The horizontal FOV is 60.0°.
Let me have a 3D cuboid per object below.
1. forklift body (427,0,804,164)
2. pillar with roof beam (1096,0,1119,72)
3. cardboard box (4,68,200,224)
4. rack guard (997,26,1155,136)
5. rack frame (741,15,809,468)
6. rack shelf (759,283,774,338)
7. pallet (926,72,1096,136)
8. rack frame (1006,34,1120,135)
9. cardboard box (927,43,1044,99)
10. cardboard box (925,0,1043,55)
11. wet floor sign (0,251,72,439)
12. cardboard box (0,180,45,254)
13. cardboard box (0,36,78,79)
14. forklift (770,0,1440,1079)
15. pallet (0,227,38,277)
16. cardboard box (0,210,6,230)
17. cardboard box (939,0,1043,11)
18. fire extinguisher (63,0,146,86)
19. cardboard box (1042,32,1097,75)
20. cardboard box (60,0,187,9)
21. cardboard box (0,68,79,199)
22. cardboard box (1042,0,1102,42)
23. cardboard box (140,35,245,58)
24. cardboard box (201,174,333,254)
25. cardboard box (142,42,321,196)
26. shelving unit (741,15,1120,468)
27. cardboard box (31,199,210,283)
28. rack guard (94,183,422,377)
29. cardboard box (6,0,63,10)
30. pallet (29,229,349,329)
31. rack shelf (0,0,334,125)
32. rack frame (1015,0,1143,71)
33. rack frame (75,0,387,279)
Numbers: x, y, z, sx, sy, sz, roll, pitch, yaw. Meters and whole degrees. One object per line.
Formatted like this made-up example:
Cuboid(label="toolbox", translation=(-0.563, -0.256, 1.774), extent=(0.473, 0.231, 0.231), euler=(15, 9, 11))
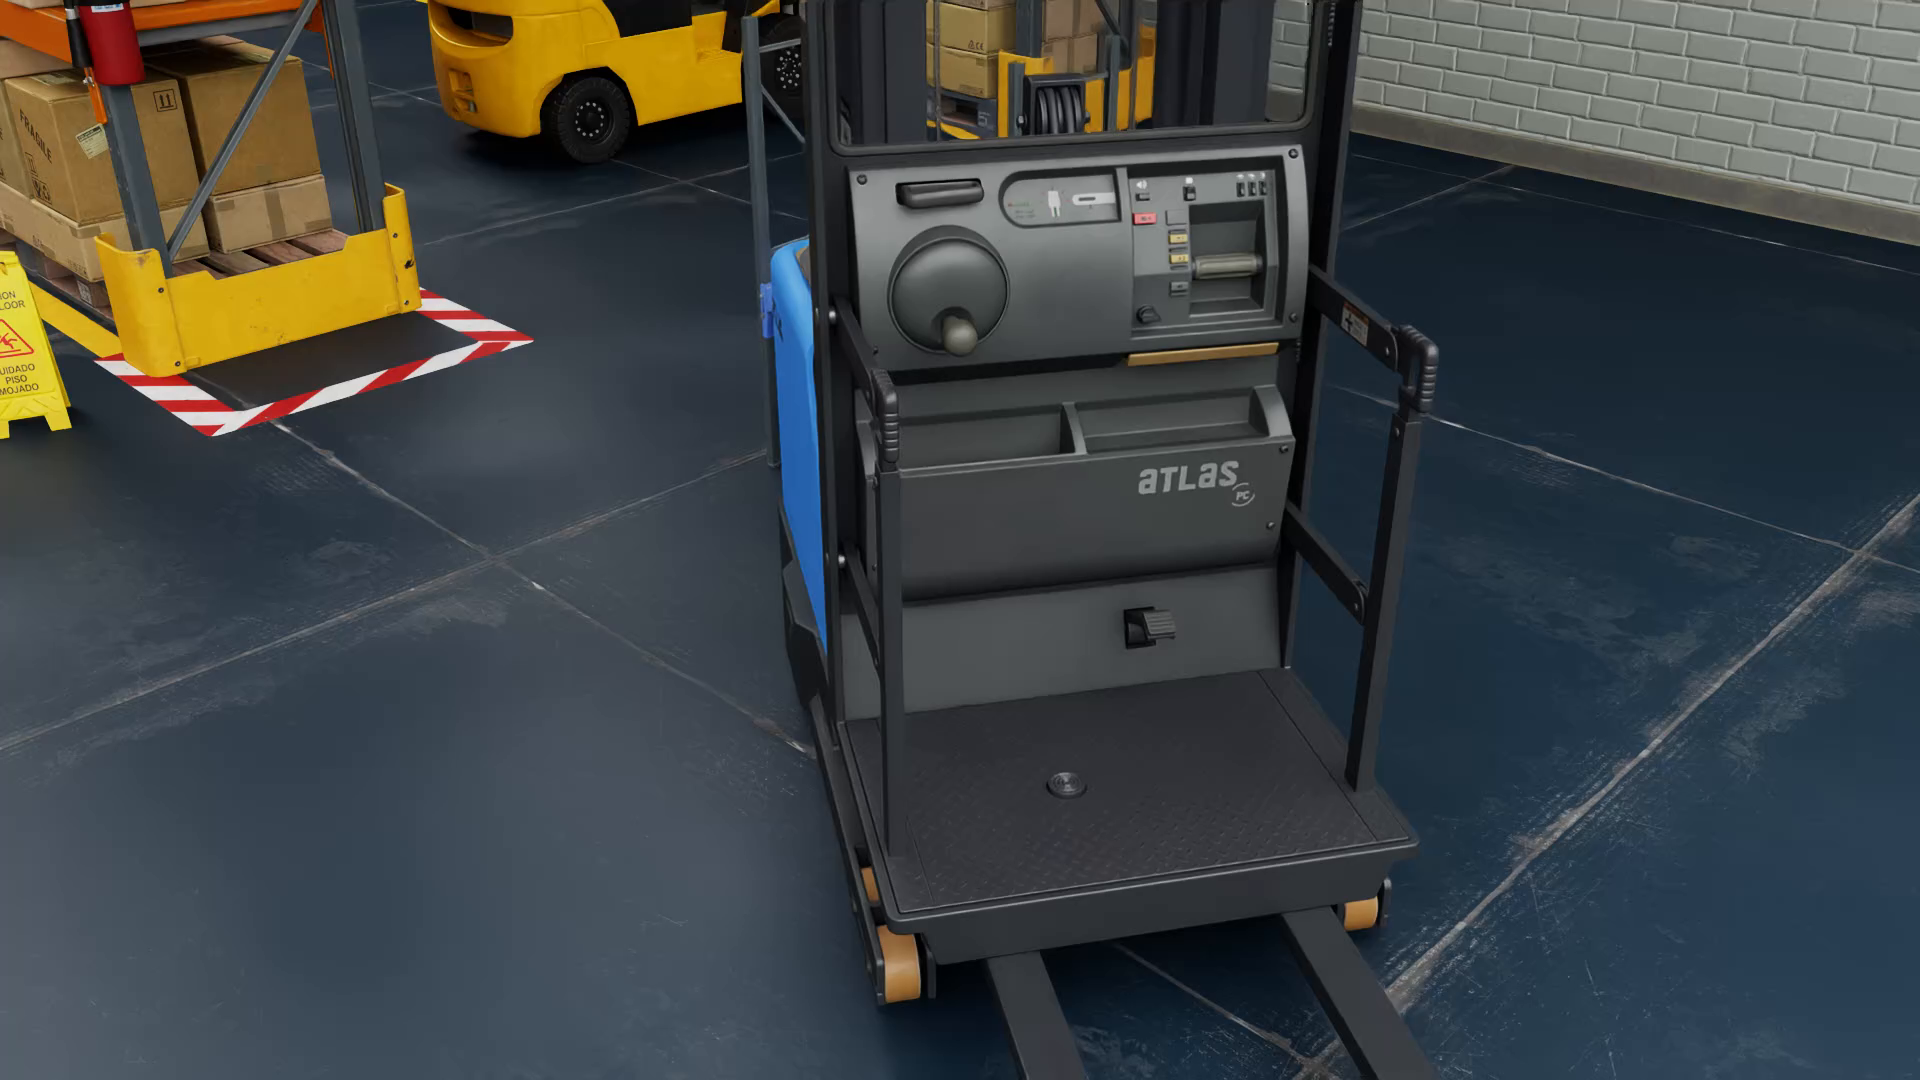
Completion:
Cuboid(label="forklift body", translation=(-1.924, -3.457, 9.513), extent=(1.214, 2.155, 2.313), euler=(25, 36, 38))
Cuboid(label="pillar with roof beam", translation=(-2.176, -5.572, 6.178), extent=(0.400, 9.000, 9.100), euler=(25, 36, 38))
Cuboid(label="cardboard box", translation=(-3.524, -1.646, 6.855), extent=(0.500, 0.500, 0.500), euler=(25, 37, 39))
Cuboid(label="rack guard", translation=(0.724, -2.705, 9.857), extent=(0.348, 0.500, 1.175), euler=(25, 36, 38))
Cuboid(label="rack frame", translation=(-0.496, -1.007, 5.553), extent=(0.032, 1.500, 0.500), euler=(21, 34, 34))
Cuboid(label="rack shelf", translation=(-0.101, -0.699, 5.354), extent=(1.000, 0.185, 0.538), euler=(21, 34, 34))
Cuboid(label="pallet", translation=(0.133, -2.821, 10.387), extent=(1.213, 0.211, 1.003), euler=(25, 36, 38))
Cuboid(label="rack frame", translation=(0.294, -0.709, 4.987), extent=(0.032, 1.500, 0.500), euler=(21, 34, 34))
Cuboid(label="cardboard box", translation=(0.151, -2.836, 9.925), extent=(0.500, 0.250, 0.500), euler=(25, 37, 39))
Cuboid(label="cardboard box", translation=(0.141, -3.064, 9.821), extent=(0.500, 0.250, 0.500), euler=(24, 36, 38))
Cuboid(label="wet floor sign", translation=(-3.385, -0.712, 5.910), extent=(0.267, 0.644, 0.232), euler=(-13, 30, -22))
Cuboid(label="cardboard box", translation=(-3.899, -1.486, 7.356), extent=(0.500, 0.250, 0.500), euler=(25, 37, 39))
Cuboid(label="cardboard box", translation=(-3.833, -2.031, 6.890), extent=(0.380, 0.149, 0.250), euler=(-24, 36, -38))
Cuboid(label="forklift", translation=(0.296, -0.535, 3.118), extent=(1.130, 2.935, 3.031), euler=(-6, 28, -11))
Cuboid(label="pallet", translation=(-4.245, -1.636, 8.135), extent=(1.213, 0.211, 1.003), euler=(25, 36, 38))
Cuboid(label="cardboard box", translation=(-4.276, -1.655, 7.677), extent=(0.500, 0.250, 0.500), euler=(23, 35, 37))
Cuboid(label="cardboard box", translation=(0.160, -3.277, 9.689), extent=(0.500, 0.250, 0.500), euler=(-24, 36, -38))
Cuboid(label="fire extinguisher", translation=(-3.012, -1.946, 5.811), extent=(0.183, 0.674, 0.296), euler=(25, 36, 38))
Cuboid(label="cardboard box", translation=(0.494, -3.013, 10.261), extent=(0.500, 0.250, 0.500), euler=(25, 37, 39))
Cuboid(label="cardboard box", translation=(-3.187, -2.111, 6.311), extent=(0.380, 0.149, 0.250), euler=(-24, 36, -38))
Cuboid(label="cardboard box", translation=(-3.899, -1.815, 7.177), extent=(0.500, 0.500, 0.500), euler=(-24, 36, -37))
Cuboid(label="cardboard box", translation=(0.518, -3.232, 10.139), extent=(0.500, 0.250, 0.500), euler=(-25, 36, -38))
Cuboid(label="cardboard box", translation=(-3.545, -2.003, 7.534), extent=(0.500, 0.500, 0.500), euler=(23, 35, 37))
Cuboid(label="cardboard box", translation=(-3.151, -1.495, 7.372), extent=(0.500, 0.250, 0.500), euler=(24, 36, 38))
Cuboid(label="cardboard box", translation=(-3.169, -1.834, 7.212), extent=(0.500, 0.500, 0.500), euler=(23, 36, 37))
Cuboid(label="shelving unit", translation=(-0.101, -0.858, 5.270), extent=(1.048, 1.500, 0.538), euler=(21, 34, 34))
Cuboid(label="cardboard box", translation=(-3.552, -1.322, 7.044), extent=(0.500, 0.250, 0.500), euler=(24, 36, 38))
Cuboid(label="rack guard", translation=(-2.824, -1.089, 6.784), extent=(0.348, 0.500, 1.175), euler=(25, 36, 38))
Cuboid(label="cardboard box", translation=(-3.445, -2.156, 6.398), extent=(0.250, 0.149, 0.380), euler=(24, 36, 38))
Cuboid(label="pallet", translation=(-3.379, -1.238, 7.378), extent=(1.213, 0.211, 1.003), euler=(25, 36, 38))
Cuboid(label="rack shelf", translation=(-4.196, -2.505, 7.564), extent=(4.000, 0.370, 1.077), euler=(25, 36, 38))
Cuboid(label="rack frame", translation=(0.707, -3.819, 9.290), extent=(0.127, 3.000, 1.000), euler=(25, 36, 38))
Cuboid(label="rack frame", translation=(-2.770, -2.171, 6.155), extent=(0.127, 3.000, 1.000), euler=(25, 36, 38))
